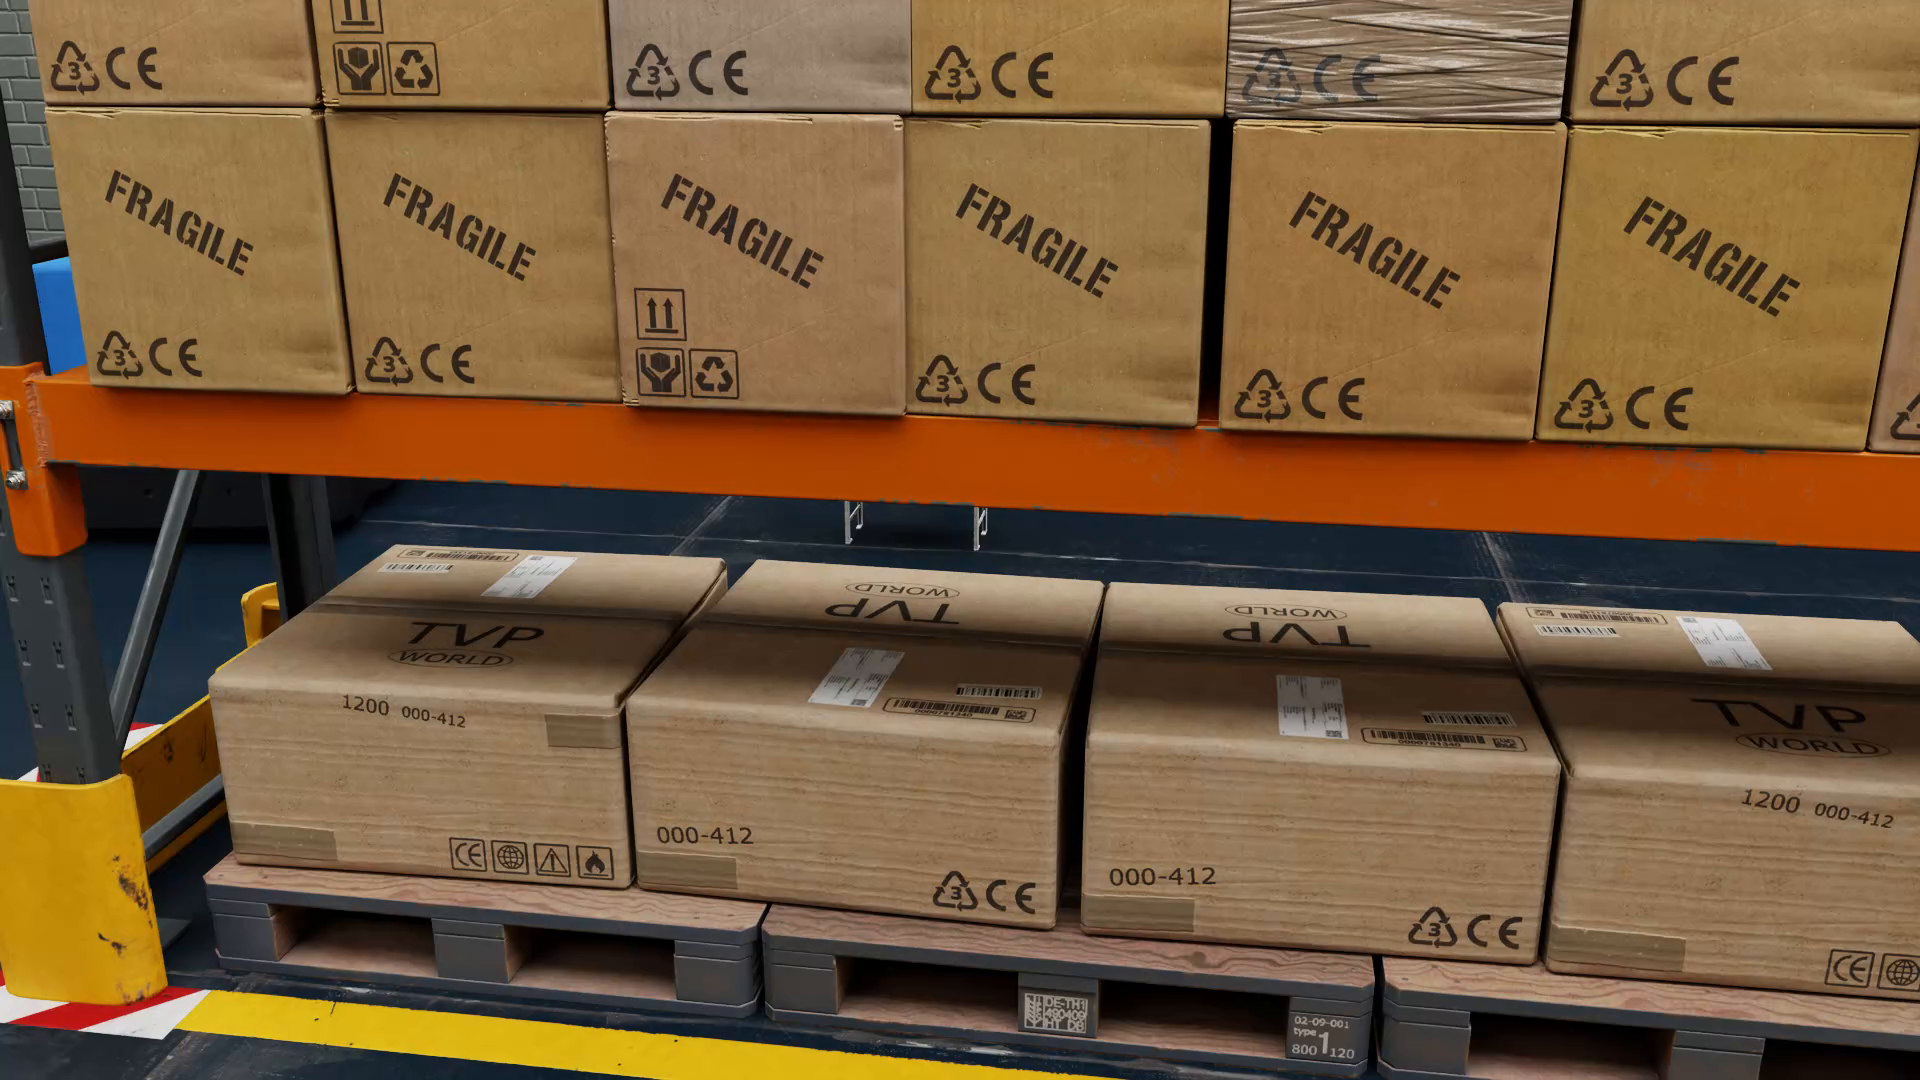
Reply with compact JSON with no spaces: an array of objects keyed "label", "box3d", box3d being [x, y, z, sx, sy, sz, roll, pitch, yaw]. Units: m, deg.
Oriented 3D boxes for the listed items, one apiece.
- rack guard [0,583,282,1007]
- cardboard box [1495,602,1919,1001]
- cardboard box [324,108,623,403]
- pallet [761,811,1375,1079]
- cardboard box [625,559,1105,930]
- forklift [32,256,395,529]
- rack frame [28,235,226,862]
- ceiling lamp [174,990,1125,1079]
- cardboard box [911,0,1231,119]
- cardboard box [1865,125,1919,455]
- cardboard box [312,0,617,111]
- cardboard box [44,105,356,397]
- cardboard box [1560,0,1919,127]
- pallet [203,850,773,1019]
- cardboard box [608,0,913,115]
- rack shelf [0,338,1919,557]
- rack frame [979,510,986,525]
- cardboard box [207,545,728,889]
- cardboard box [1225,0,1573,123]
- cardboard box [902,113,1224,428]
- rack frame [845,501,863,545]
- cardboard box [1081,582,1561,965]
[{"label":"rack guard","box3d":[-1.758,0.536,3.913,0.348,0.500,1.175,3,19,9]},{"label":"cardboard box","box3d":[1.612,0.504,3.446,0.875,0.438,0.875,3,19,8]},{"label":"cardboard box","box3d":[-0.802,-0.565,3.106,0.500,0.500,0.500,3,19,8]},{"label":"pallet","box3d":[0.268,0.752,3.722,1.213,0.211,1.003,3,19,9]},{"label":"cardboard box","box3d":[-0.162,0.413,3.717,0.875,0.438,0.875,3,19,10]},{"label":"forklift","box3d":[-2.789,-0.576,3.544,1.129,2.843,10.787,-1,19,-2]},{"label":"rack frame","box3d":[-1.734,-0.649,3.516,0.053,2.616,0.949,3,19,9]},{"label":"ceiling lamp","box3d":[0.131,1.052,3.160,3.459,0.001,0.159,3,19,9]},{"label":"cardboard box","box3d":[0.208,-0.984,2.784,0.500,0.500,0.500,3,19,9]},{"label":"cardboard box","box3d":[1.716,-0.437,2.725,0.500,0.500,0.500,3,19,9]},{"label":"cardboard box","box3d":[-0.795,-1.032,2.928,0.500,0.500,0.500,2,19,7]},{"label":"cardboard box","box3d":[-1.306,-0.581,3.156,0.500,0.500,0.500,3,19,8]},{"label":"cardboard box","box3d":[1.205,-0.934,2.633,0.500,0.500,0.500,3,19,8]},{"label":"pallet","box3d":[-0.933,0.690,3.908,1.213,0.211,1.003,3,19,9]},{"label":"cardboard box","box3d":[-0.285,-1.009,2.858,0.500,0.500,0.500,3,19,8]},{"label":"rack shelf","box3d":[0.240,-0.206,3.326,4.000,0.370,1.077,3,19,9]},{"label":"rack frame","box3d":[0.078,-0.565,6.102,0.006,1.046,0.228,3,19,9]},{"label":"cardboard box","box3d":[-1.067,0.370,3.847,0.875,0.438,0.875,2,19,7]},{"label":"cardboard box","box3d":[1.057,-1.421,2.472,1.234,1.526,0.509,4,19,10]},{"label":"cardboard box","box3d":[0.194,-0.513,2.952,0.500,0.500,0.500,4,19,10]},{"label":"rack frame","box3d":[-0.404,-0.590,6.174,0.015,1.200,0.240,3,19,9]},{"label":"cardboard box","box3d":[0.728,0.459,3.580,0.875,0.438,0.875,2,19,7]}]
